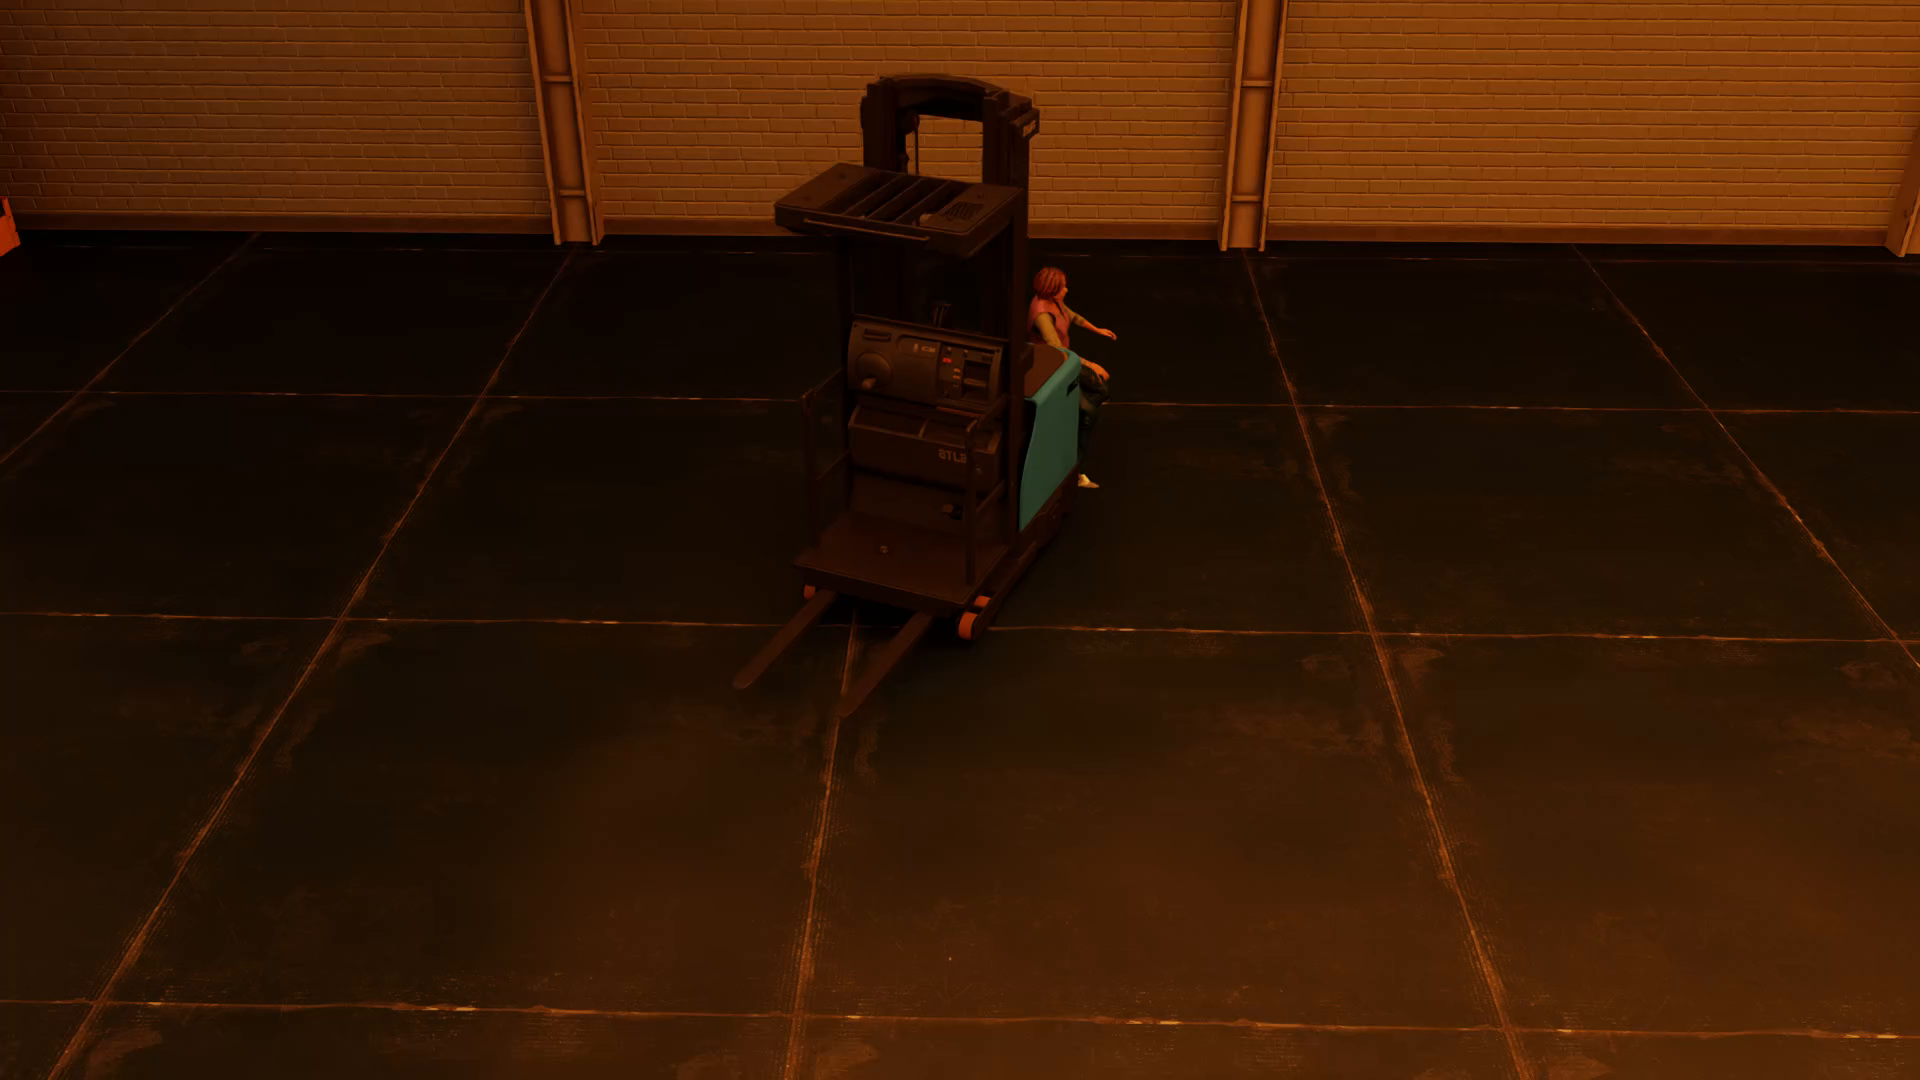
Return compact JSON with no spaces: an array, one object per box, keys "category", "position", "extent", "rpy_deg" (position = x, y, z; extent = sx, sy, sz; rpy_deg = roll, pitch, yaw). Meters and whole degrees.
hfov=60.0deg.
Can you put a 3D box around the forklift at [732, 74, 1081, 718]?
[{"category":"forklift","position":[-0.286,-0.932,9.196],"extent":[1.130,2.935,3.031],"rpy_deg":[13,33,20]}]

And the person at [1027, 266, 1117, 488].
[{"category":"person","position":[0.734,-1.120,11.052],"extent":[0.582,1.464,0.695],"rpy_deg":[5,31,9]}]
